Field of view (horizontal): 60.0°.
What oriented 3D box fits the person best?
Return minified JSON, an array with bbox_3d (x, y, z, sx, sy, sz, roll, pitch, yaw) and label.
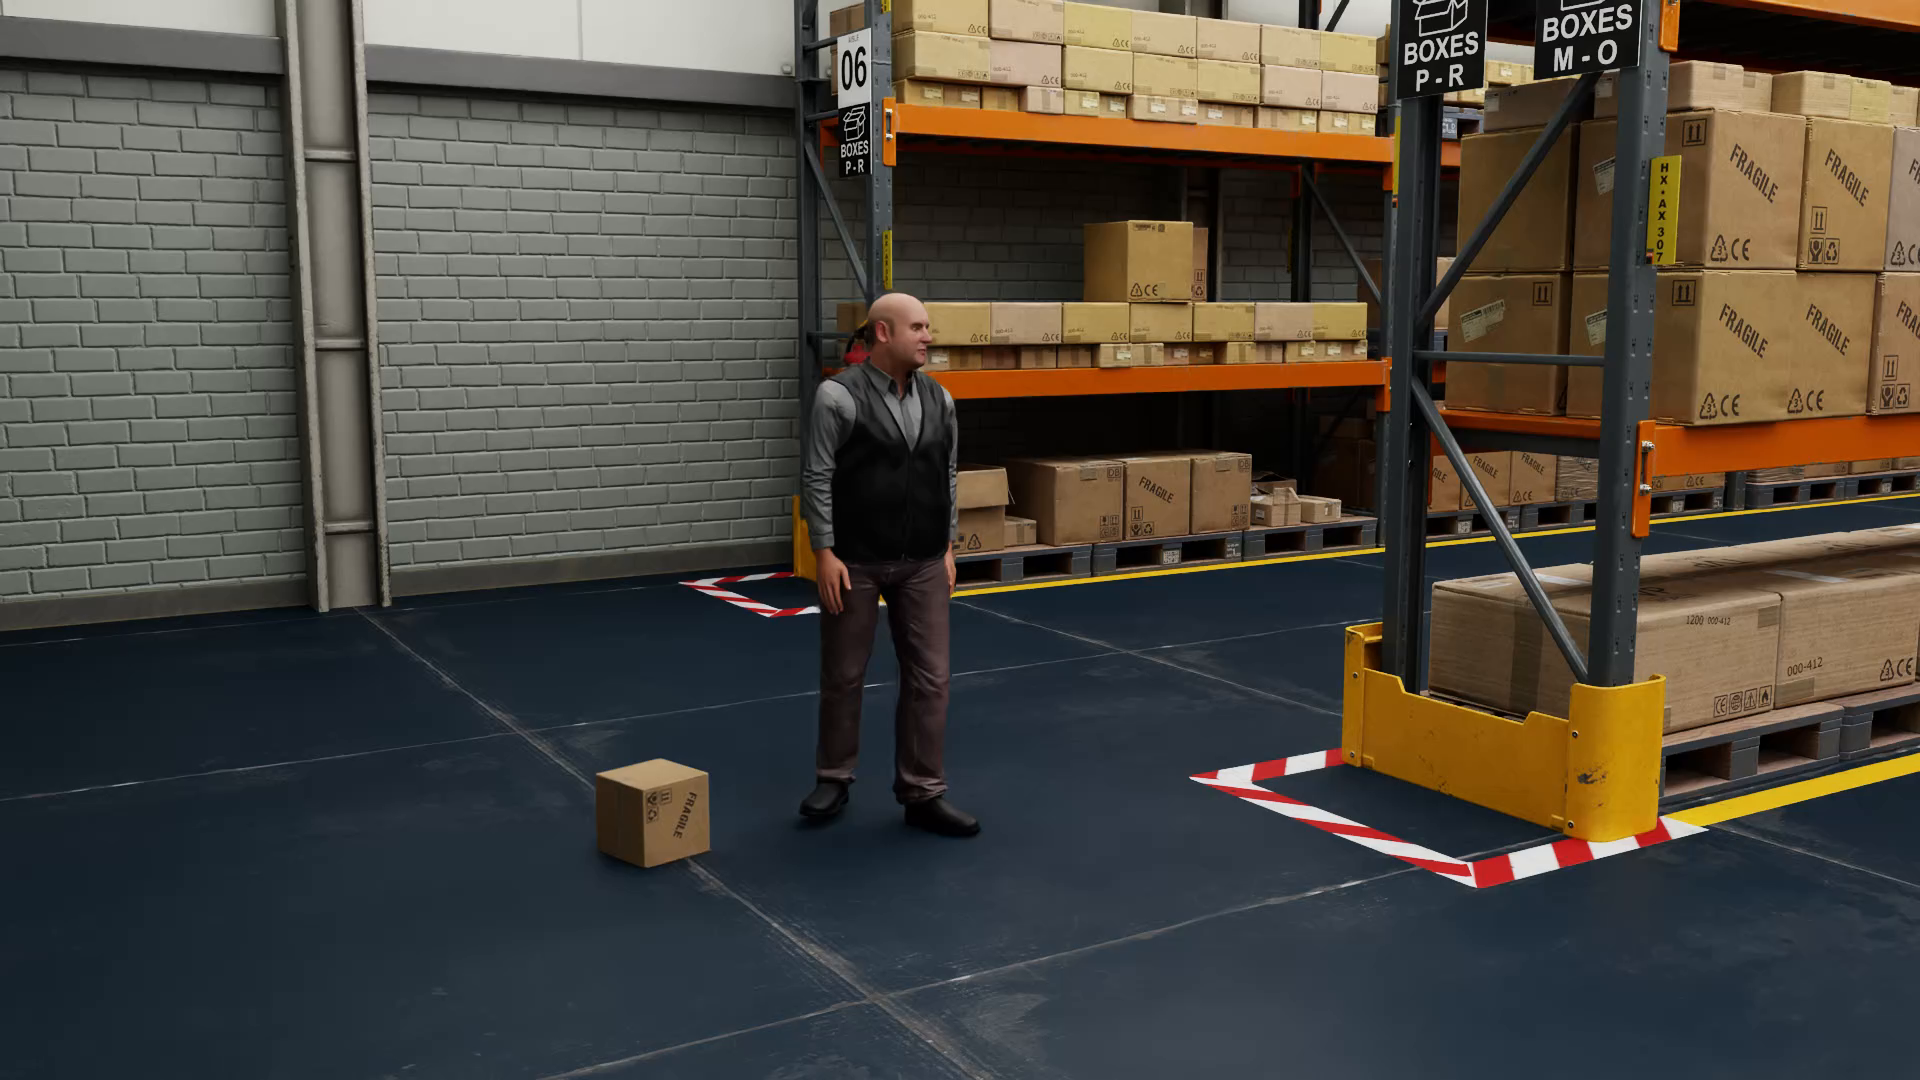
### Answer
[{"bbox_3d":[-0.240,0.076,5.361,0.556,1.726,0.549,-4,9,-26],"label":"person"}]
